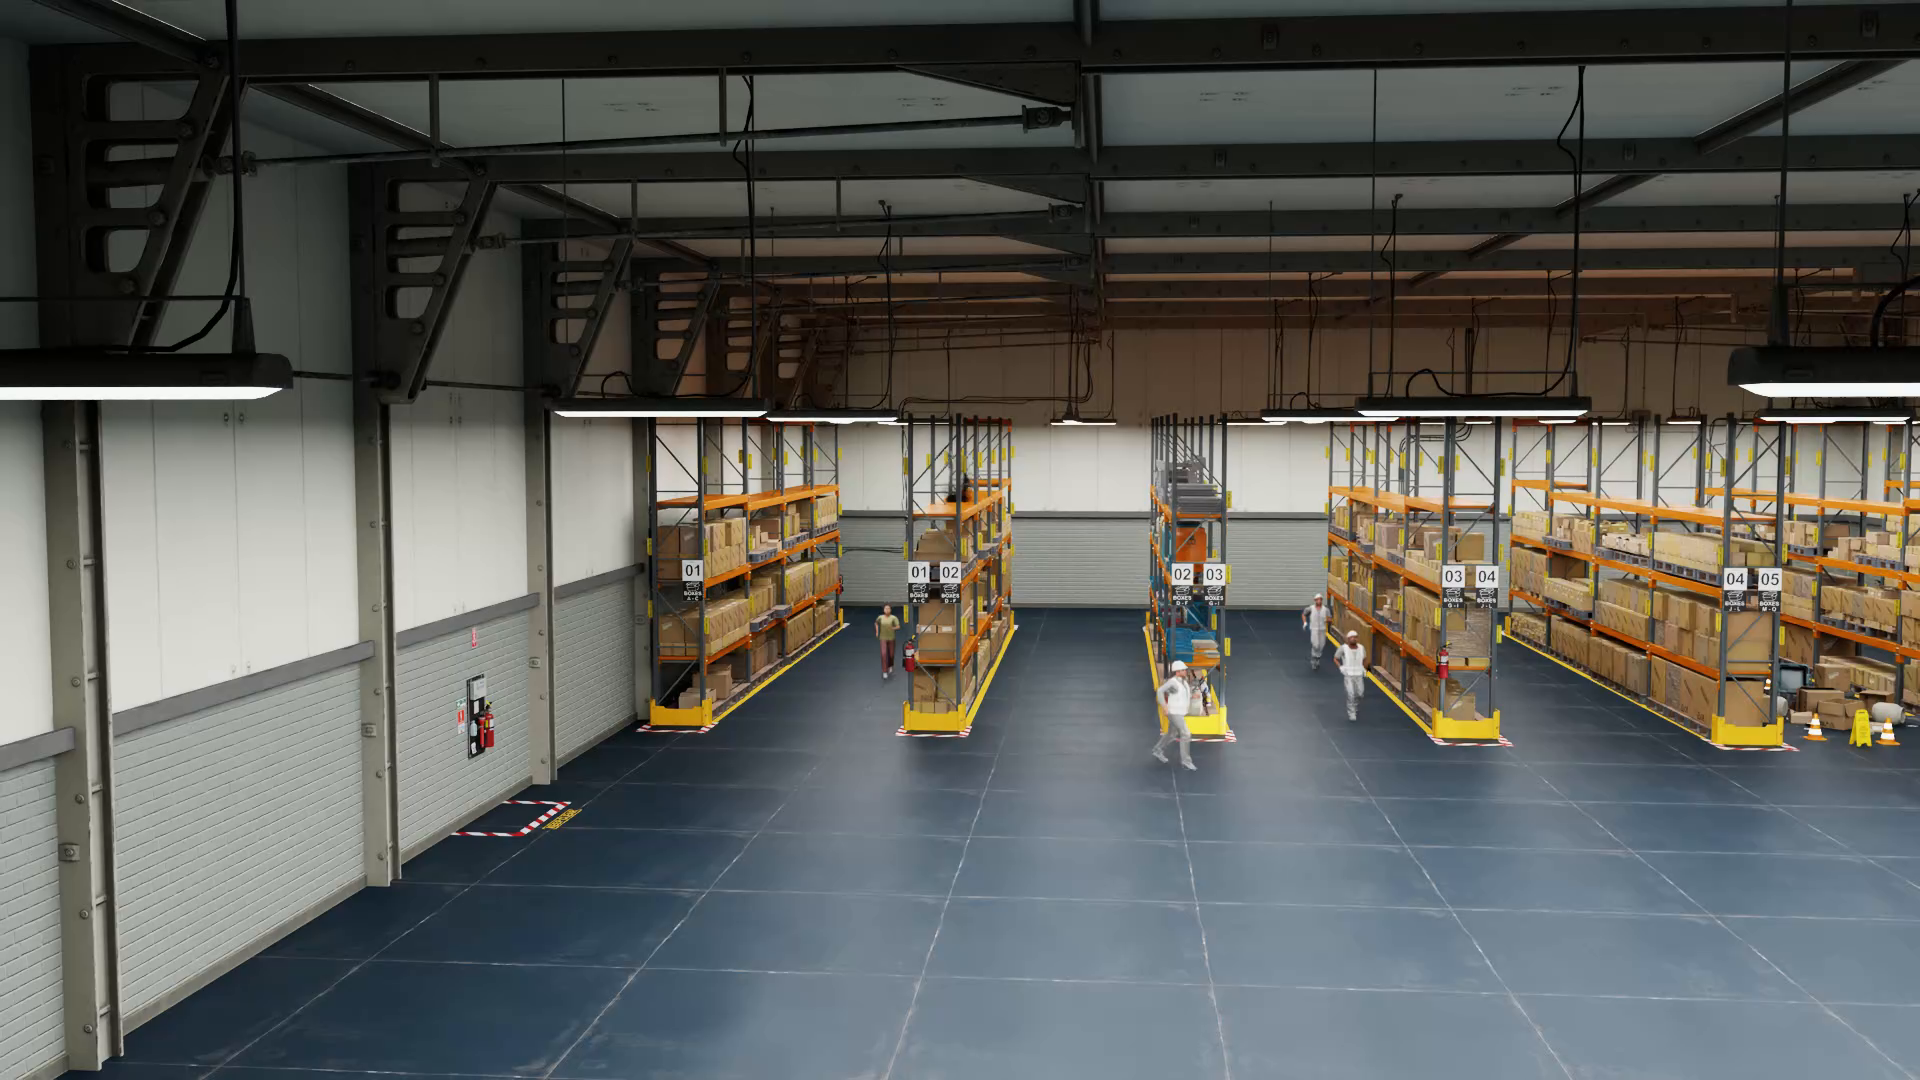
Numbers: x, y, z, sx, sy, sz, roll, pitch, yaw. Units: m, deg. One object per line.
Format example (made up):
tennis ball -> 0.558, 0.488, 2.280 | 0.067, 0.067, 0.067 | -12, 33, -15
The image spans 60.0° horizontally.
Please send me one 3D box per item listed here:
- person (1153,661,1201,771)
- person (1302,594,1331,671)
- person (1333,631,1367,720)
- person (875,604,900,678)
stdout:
person -> 3.640, 2.940, 28.025 | 0.869, 1.824, 0.627 | 2, 4, 28
person -> 8.468, 2.182, 39.363 | 0.641, 1.817, 0.735 | 0, 4, -4
person -> 7.686, 2.648, 32.727 | 0.687, 1.745, 0.595 | 0, 4, -4
person -> -1.667, 2.291, 38.220 | 0.574, 1.655, 0.969 | 0, 4, -3
